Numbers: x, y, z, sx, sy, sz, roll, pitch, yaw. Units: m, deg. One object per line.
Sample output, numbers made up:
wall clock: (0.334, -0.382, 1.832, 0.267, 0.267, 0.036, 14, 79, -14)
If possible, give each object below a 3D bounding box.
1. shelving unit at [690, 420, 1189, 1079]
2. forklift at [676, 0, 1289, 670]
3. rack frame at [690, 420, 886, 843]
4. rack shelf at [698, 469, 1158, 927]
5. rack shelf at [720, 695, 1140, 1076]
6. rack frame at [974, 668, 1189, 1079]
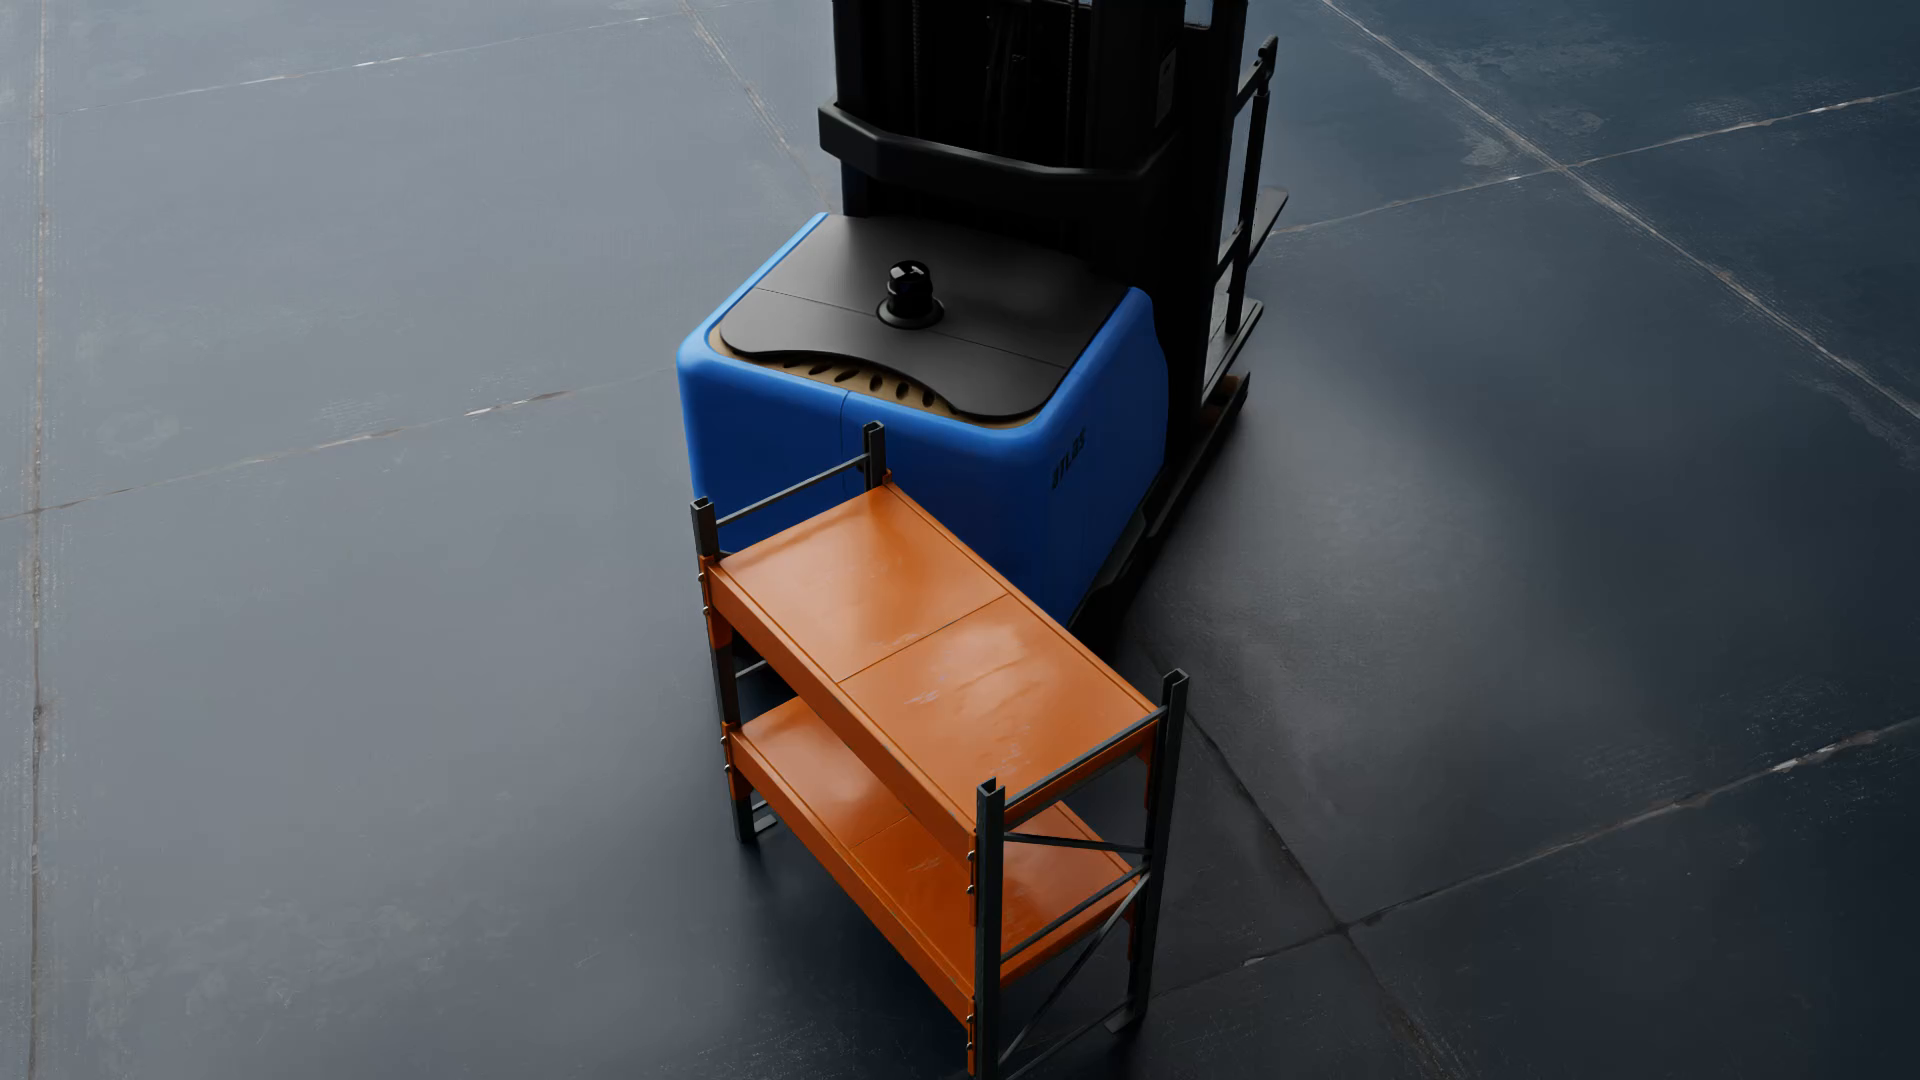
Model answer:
shelving unit: (-0.072, 0.518, 3.785, 0.538, 1.125, 1.048, -27, 47, -27)
forklift: (0.343, -1.514, 4.763, 1.130, 2.935, 3.031, 17, 43, 19)
rack frame: (-0.381, 0.255, 4.091, 0.500, 1.125, 0.032, -27, 47, -27)
rack shelf: (-0.072, 0.296, 3.594, 0.538, 0.278, 1.000, -27, 47, -27)
rack shelf: (-0.072, 0.703, 3.944, 0.538, 0.278, 1.000, -27, 47, -27)
rack frame: (0.237, 0.781, 3.479, 0.500, 1.125, 0.032, -27, 47, -27)
